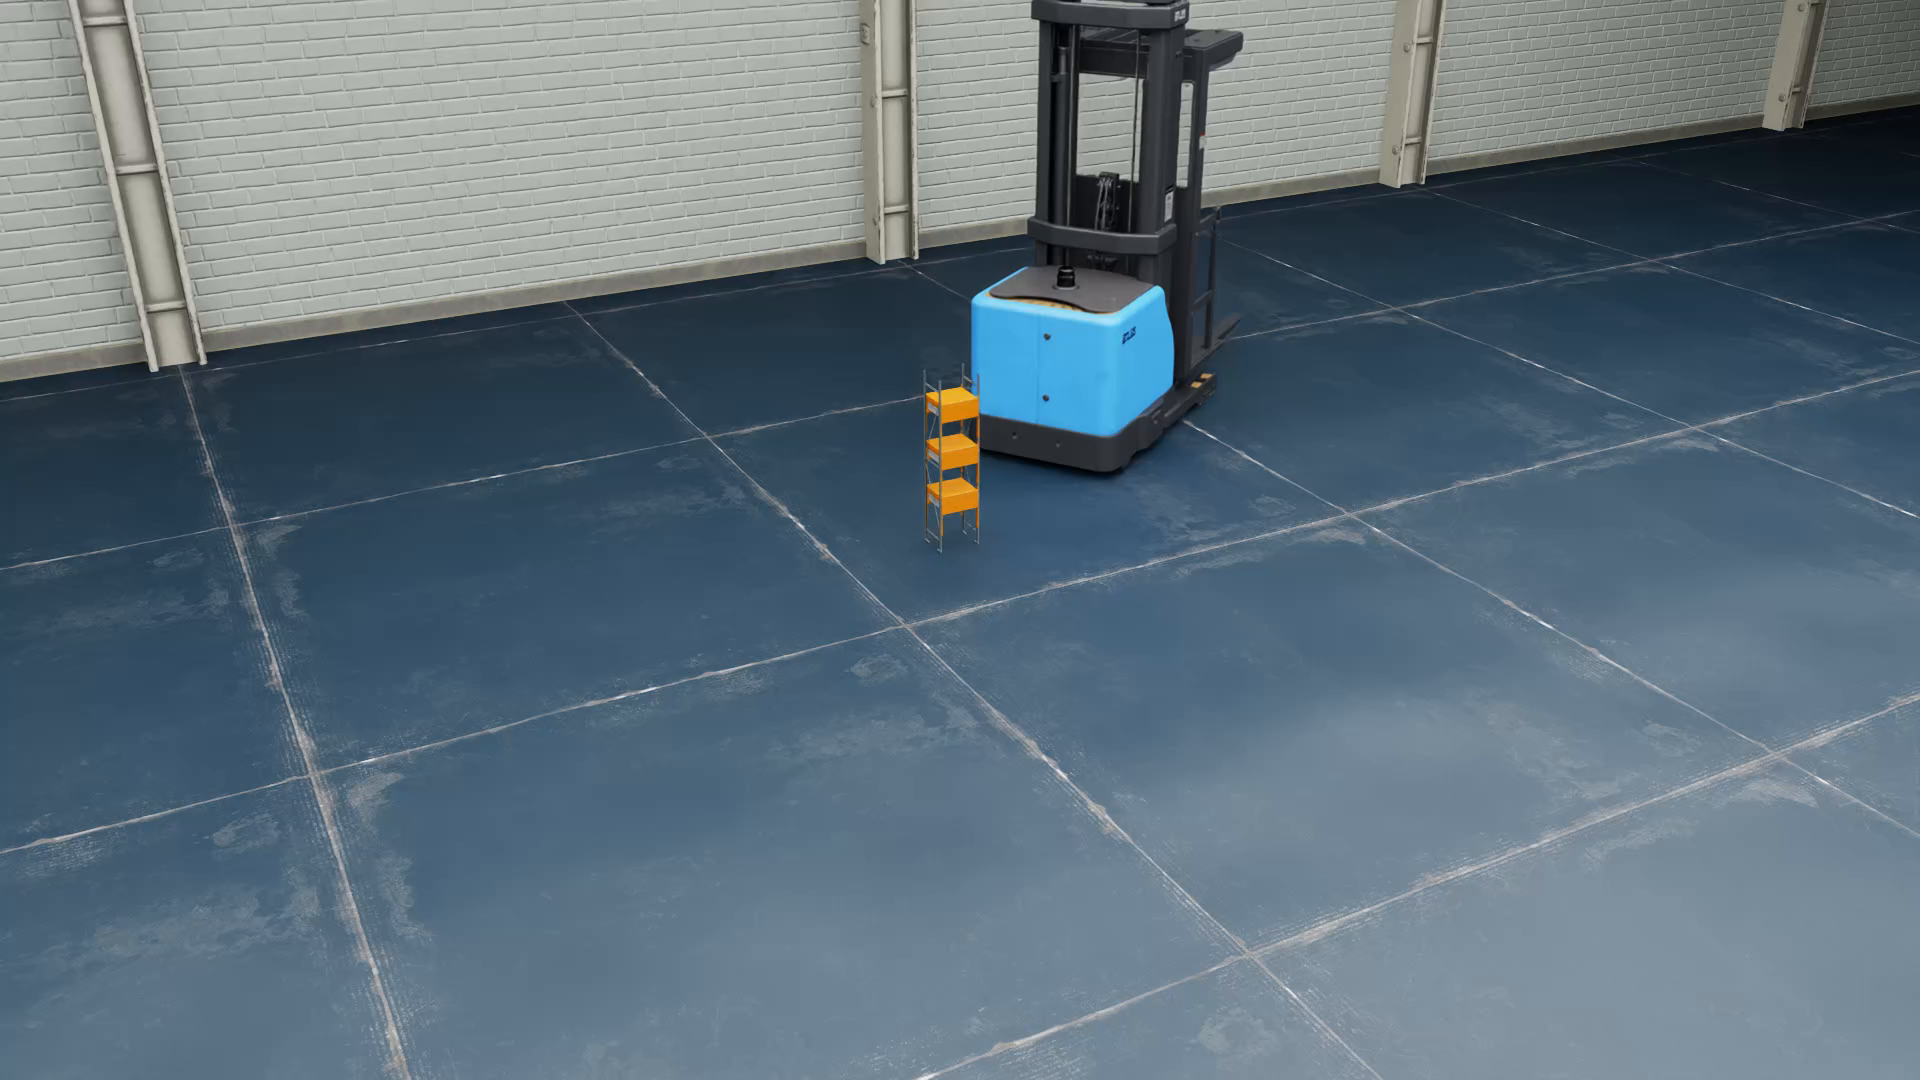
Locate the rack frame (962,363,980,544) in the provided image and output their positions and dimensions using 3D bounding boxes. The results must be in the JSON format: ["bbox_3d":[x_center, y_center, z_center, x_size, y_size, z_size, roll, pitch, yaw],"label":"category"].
[{"bbox_3d":[0.060,-0.487,9.552,0.008,1.050,0.200,-13,29,-25],"label":"rack frame"}]

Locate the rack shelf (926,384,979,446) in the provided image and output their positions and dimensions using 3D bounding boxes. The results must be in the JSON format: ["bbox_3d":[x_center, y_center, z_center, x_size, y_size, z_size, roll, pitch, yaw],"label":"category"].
[{"bbox_3d":[-0.047,-0.709,9.382,0.240,0.259,0.215,-13,29,-25],"label":"rack shelf"}]

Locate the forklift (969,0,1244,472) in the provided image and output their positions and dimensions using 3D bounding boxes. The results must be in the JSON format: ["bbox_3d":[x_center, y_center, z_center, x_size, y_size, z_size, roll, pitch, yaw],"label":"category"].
[{"bbox_3d":[1.188,-2.353,11.265,1.130,2.935,3.031,13,28,25],"label":"forklift"}]

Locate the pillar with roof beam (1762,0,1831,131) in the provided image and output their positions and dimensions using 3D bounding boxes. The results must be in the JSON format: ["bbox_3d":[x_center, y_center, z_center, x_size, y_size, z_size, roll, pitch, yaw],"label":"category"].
[{"bbox_3d":[11.998,-7.426,14.819,0.400,9.000,9.100,-13,29,-25],"label":"pillar with roof beam"}]

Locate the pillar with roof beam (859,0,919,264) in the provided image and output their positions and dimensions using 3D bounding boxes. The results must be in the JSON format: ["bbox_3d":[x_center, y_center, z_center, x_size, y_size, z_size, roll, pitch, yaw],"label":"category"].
[{"bbox_3d":[1.410,-4.982,9.729,0.400,9.000,9.100,-13,29,-25],"label":"pillar with roof beam"}]

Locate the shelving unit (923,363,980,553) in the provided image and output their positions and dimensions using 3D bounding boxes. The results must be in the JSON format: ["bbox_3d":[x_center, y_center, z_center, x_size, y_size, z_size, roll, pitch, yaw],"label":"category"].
[{"bbox_3d":[-0.047,-0.462,9.500,0.252,1.050,0.215,-13,29,-25],"label":"shelving unit"}]

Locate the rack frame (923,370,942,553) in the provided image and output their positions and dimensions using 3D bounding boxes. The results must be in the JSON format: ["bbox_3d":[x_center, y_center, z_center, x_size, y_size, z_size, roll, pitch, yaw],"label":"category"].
[{"bbox_3d":[-0.155,-0.438,9.448,0.008,1.050,0.200,-13,29,-25],"label":"rack frame"}]

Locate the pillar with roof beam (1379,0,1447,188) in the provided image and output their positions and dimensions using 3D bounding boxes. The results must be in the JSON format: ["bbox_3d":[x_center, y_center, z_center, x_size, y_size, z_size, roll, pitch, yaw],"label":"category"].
[{"bbox_3d":[6.704,-6.204,12.274,0.400,9.000,9.100,-13,29,-25],"label":"pillar with roof beam"}]

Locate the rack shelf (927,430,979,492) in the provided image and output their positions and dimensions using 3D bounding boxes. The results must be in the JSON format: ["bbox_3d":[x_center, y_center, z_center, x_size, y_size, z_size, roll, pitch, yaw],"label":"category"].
[{"bbox_3d":[-0.047,-0.453,9.505,0.240,0.259,0.215,-13,29,-25],"label":"rack shelf"}]

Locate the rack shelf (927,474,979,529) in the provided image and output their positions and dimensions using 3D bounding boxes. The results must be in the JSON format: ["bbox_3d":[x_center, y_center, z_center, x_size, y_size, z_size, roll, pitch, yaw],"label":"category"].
[{"bbox_3d":[-0.047,-0.202,9.625,0.240,0.259,0.215,-13,29,-25],"label":"rack shelf"}]

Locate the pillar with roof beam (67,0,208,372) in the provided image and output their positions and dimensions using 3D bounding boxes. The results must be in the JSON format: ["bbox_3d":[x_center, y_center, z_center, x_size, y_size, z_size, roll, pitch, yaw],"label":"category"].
[{"bbox_3d":[-3.884,-3.760,7.183,0.400,9.000,9.100,-13,29,-25],"label":"pillar with roof beam"}]
